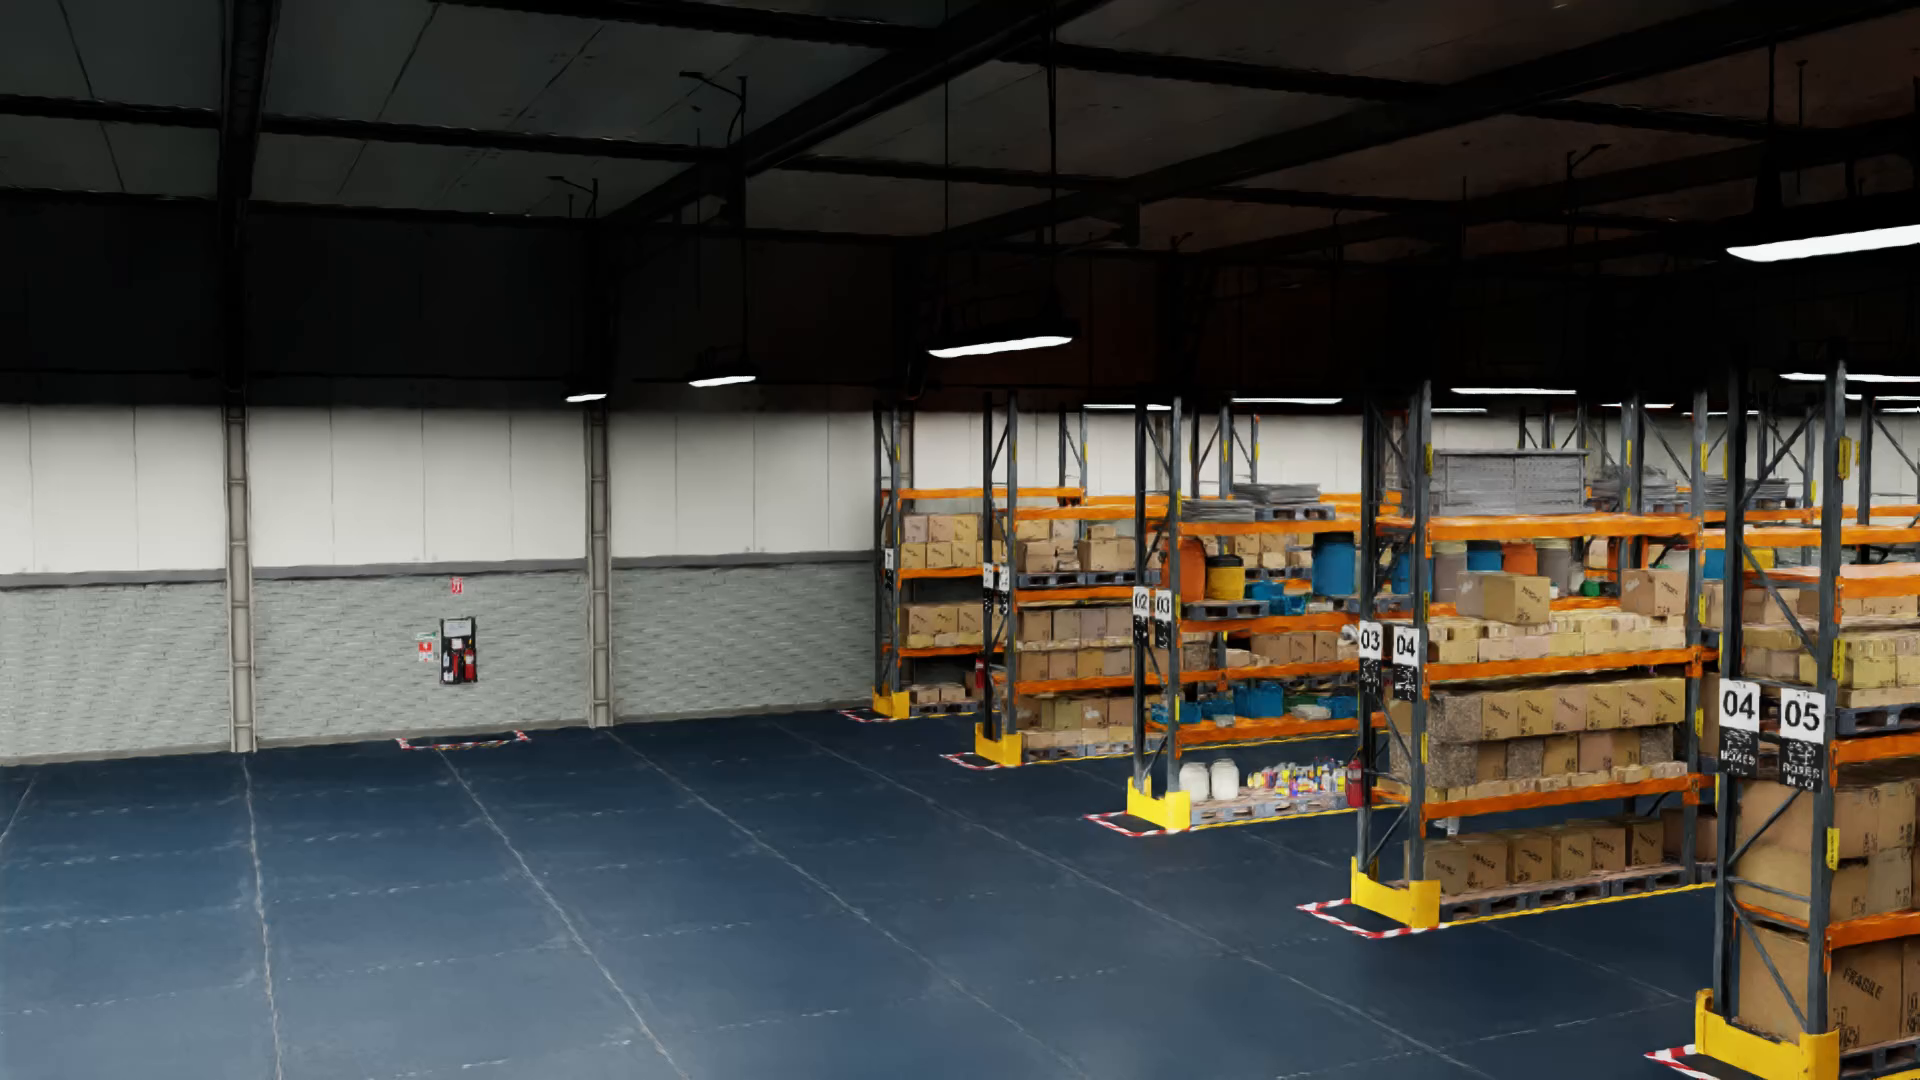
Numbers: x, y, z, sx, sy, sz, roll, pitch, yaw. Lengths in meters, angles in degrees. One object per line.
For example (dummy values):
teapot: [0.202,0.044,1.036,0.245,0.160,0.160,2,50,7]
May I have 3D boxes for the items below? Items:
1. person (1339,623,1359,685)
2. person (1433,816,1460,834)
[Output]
person: [7.911,2.307,33.540,0.466,1.777,0.595,3,4,41]
person: [6.451,3.018,21.977,0.896,1.715,0.735,-3,4,-40]
